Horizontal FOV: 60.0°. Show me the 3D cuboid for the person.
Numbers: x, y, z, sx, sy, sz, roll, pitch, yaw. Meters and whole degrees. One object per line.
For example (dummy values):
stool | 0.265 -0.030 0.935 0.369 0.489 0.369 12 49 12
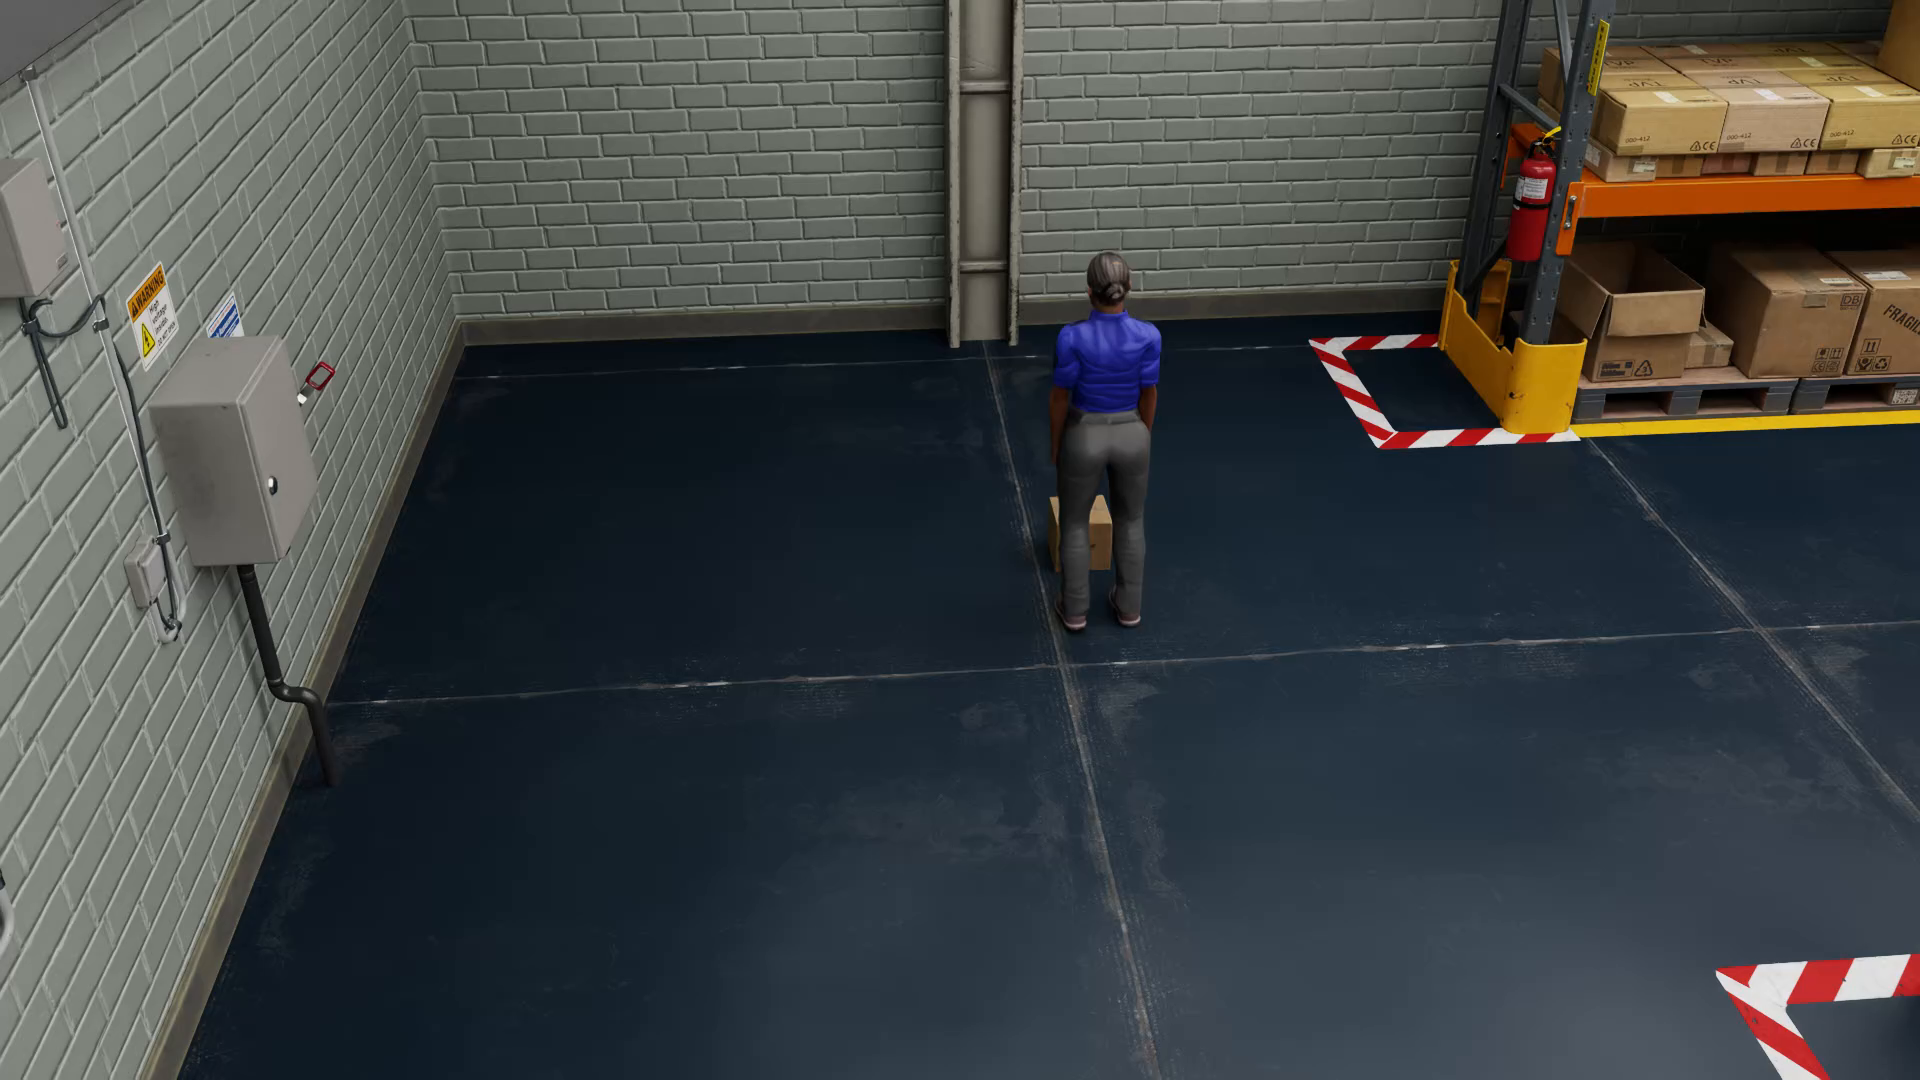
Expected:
person | 0.573 -0.386 6.785 0.439 1.653 0.308 -2 31 -4
